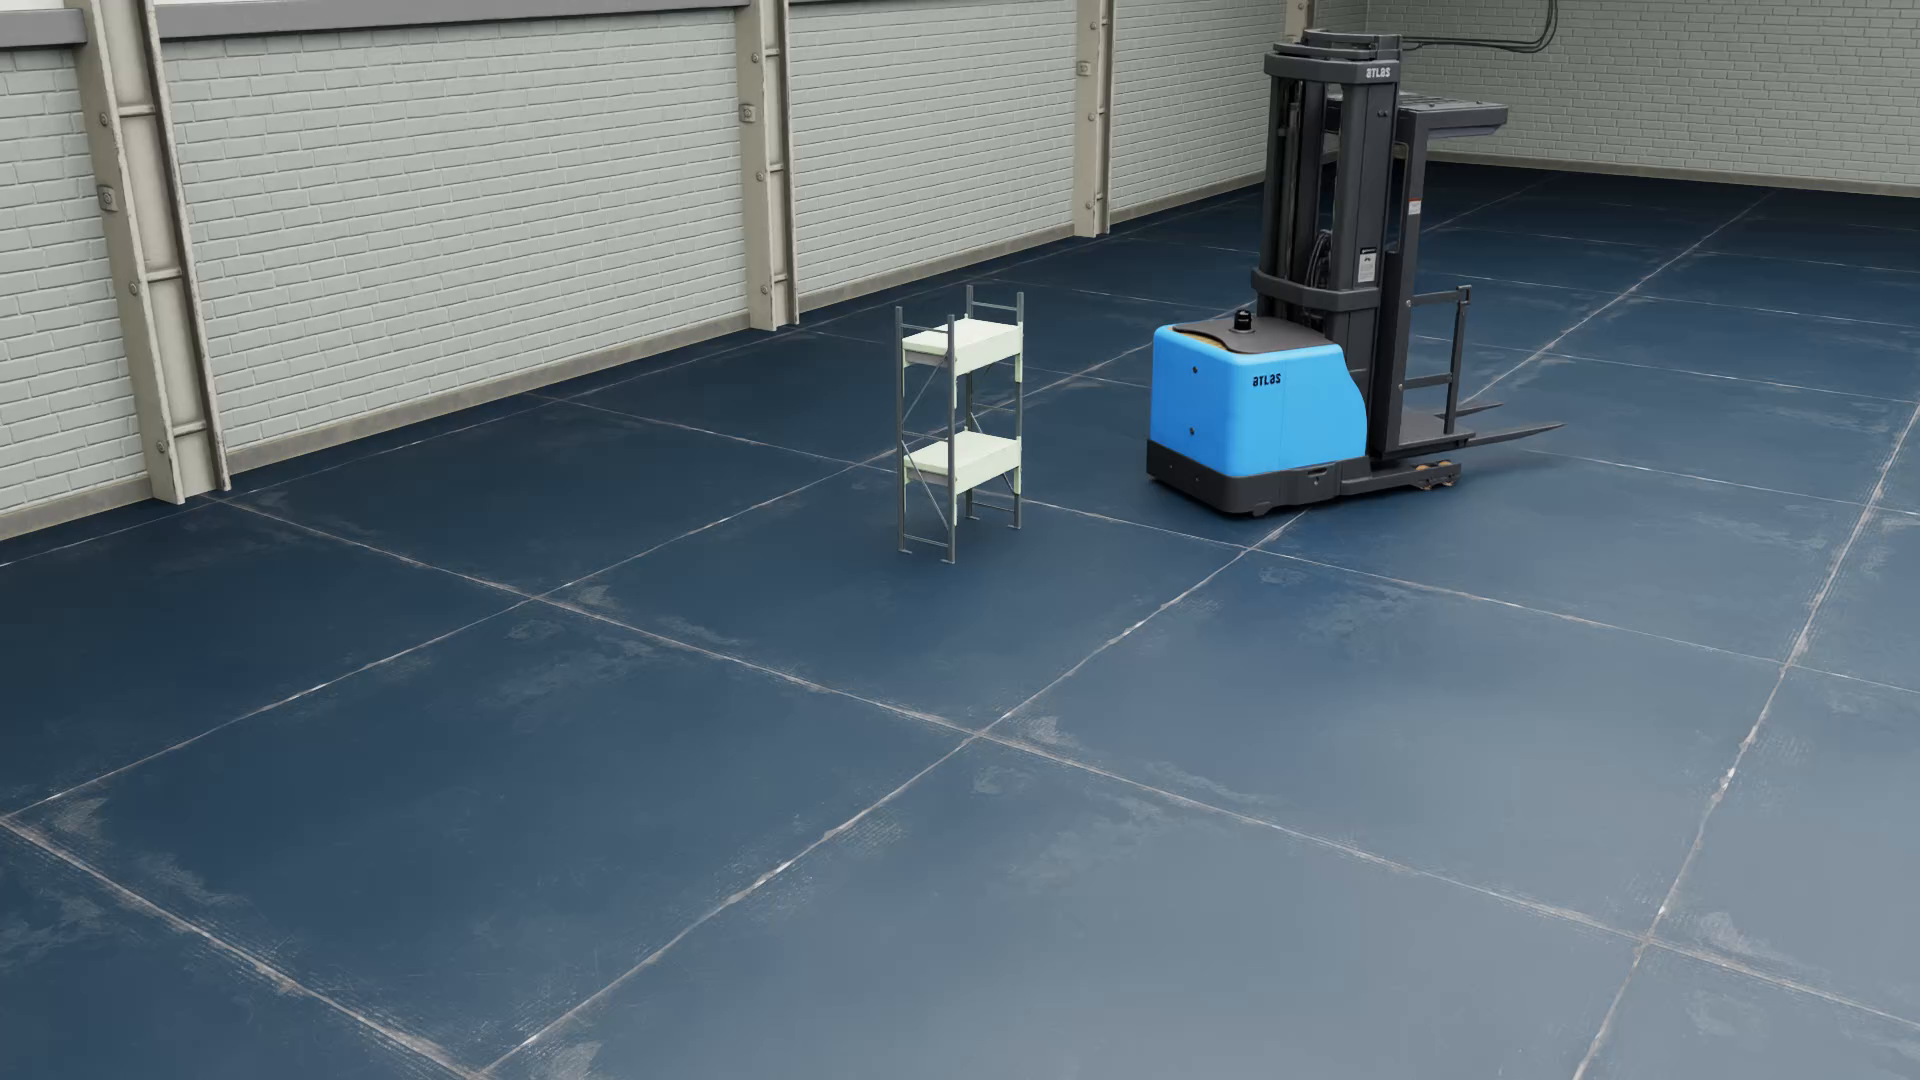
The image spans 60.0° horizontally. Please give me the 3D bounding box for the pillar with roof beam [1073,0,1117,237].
[{"bbox_3d":[5.166,-7.142,16.602,9.100,9.000,0.400,13,24,32],"label":"pillar with roof beam"}]

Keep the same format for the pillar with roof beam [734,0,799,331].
[{"bbox_3d":[1.794,-5.420,11.948,9.100,9.000,0.400,13,24,32],"label":"pillar with roof beam"}]

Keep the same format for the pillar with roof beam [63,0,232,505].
[{"bbox_3d":[-1.579,-3.699,7.294,9.100,9.000,0.400,13,24,32],"label":"pillar with roof beam"}]

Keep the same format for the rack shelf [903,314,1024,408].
[{"bbox_3d":[0.004,-1.071,9.875,0.431,0.370,0.720,13,24,32],"label":"rack shelf"}]

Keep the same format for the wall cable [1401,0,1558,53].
[{"bbox_3d":[7.729,-8.834,25.652,3.097,2.526,0.112,13,24,32],"label":"wall cable"}]

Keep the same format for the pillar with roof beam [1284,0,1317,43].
[{"bbox_3d":[8.539,-8.863,21.256,9.100,9.000,0.400,13,24,32],"label":"pillar with roof beam"}]

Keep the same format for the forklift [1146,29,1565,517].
[{"bbox_3d":[2.818,-1.861,11.071,3.031,2.935,1.130,-10,22,-25],"label":"forklift"}]

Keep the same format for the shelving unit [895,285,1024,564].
[{"bbox_3d":[0.004,-0.705,10.010,0.431,1.500,0.755,13,24,32],"label":"shelving unit"}]

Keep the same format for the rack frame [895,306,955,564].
[{"bbox_3d":[-0.202,-0.600,9.726,0.400,1.500,0.023,13,24,32],"label":"rack frame"}]

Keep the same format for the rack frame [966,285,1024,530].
[{"bbox_3d":[0.209,-0.810,10.294,0.400,1.500,0.023,13,24,32],"label":"rack frame"}]

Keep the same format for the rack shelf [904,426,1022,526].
[{"bbox_3d":[0.004,-0.400,10.123,0.431,0.370,0.720,13,24,32],"label":"rack shelf"}]
